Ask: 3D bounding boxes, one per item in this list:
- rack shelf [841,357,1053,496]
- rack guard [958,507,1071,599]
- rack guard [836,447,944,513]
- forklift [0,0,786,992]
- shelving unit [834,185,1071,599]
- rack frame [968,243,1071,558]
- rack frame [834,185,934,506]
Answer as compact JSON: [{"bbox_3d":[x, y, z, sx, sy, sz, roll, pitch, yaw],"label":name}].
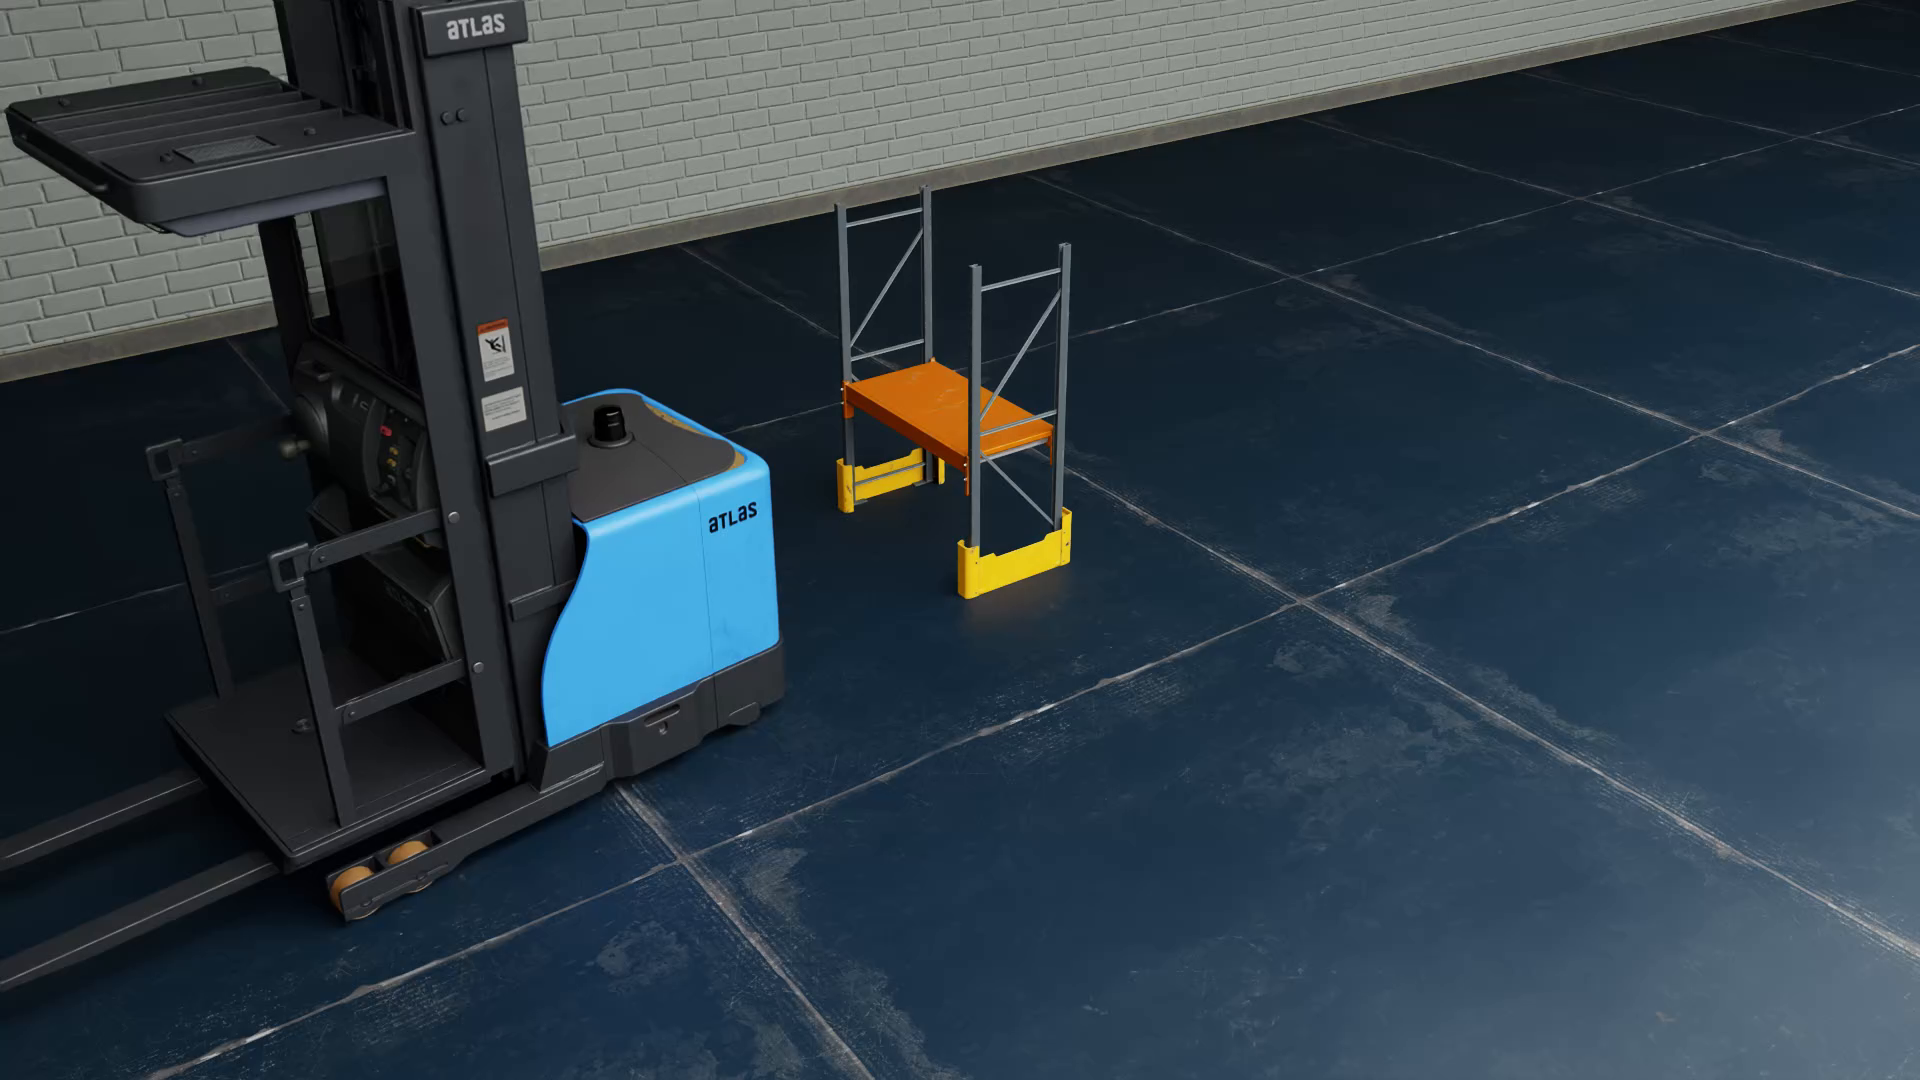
[{"bbox_3d":[-0.049,-0.534,7.539,0.538,0.185,1.000,-19,34,-31],"label":"rack shelf"},{"bbox_3d":[0.245,0.054,7.388,0.587,0.250,0.087,-19,34,-31],"label":"rack guard"},{"bbox_3d":[-0.333,-0.333,8.101,0.587,0.250,0.087,-19,34,-31],"label":"rack guard"},{"bbox_3d":[-2.105,-0.327,5.280,3.031,2.935,1.130,-24,36,-37],"label":"forklift"},{"bbox_3d":[-0.044,-0.689,7.447,0.587,1.500,1.083,-19,34,-31],"label":"shelving unit"},{"bbox_3d":[0.245,-0.495,7.089,0.500,1.500,0.032,-19,34,-31],"label":"rack frame"},{"bbox_3d":[-0.344,-0.890,7.817,0.500,1.500,0.032,-19,34,-31],"label":"rack frame"}]
